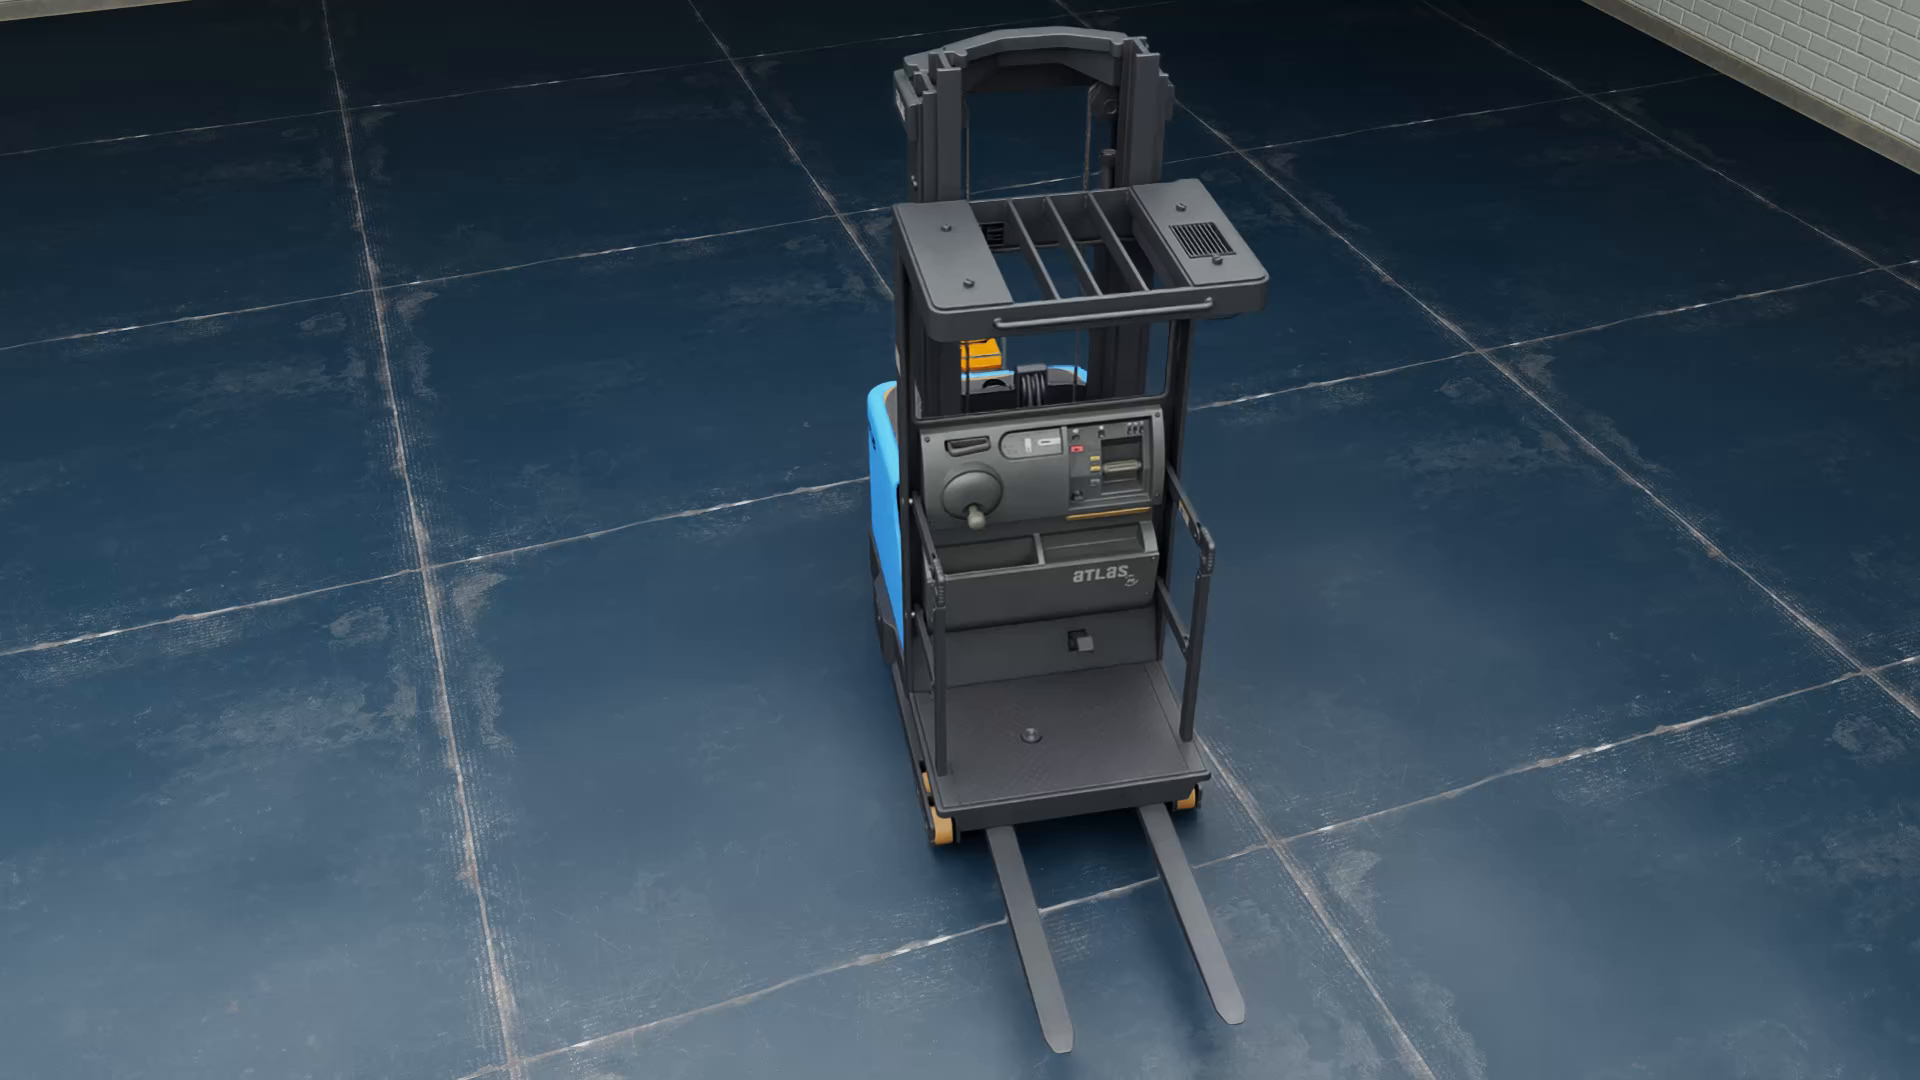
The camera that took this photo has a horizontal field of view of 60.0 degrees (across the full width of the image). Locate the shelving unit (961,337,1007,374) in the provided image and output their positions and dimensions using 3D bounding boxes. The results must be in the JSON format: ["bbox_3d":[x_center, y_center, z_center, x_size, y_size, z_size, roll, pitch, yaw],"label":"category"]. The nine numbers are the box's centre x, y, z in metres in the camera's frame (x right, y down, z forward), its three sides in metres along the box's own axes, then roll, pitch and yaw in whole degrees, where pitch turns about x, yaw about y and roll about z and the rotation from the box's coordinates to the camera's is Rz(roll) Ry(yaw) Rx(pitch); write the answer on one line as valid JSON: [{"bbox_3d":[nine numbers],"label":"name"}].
[{"bbox_3d":[0.041,-0.561,7.997,0.258,1.200,0.503,-7,38,-9],"label":"shelving unit"}]

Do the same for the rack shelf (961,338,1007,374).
[{"bbox_3d":[0.041,-0.874,7.760,0.258,0.148,0.480,-7,38,-9],"label":"rack shelf"}]

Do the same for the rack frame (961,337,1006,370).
[{"bbox_3d":[0.088,-0.416,7.806,0.240,1.200,0.015,-7,38,-9],"label":"rack frame"}]

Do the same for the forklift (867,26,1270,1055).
[{"bbox_3d":[0.359,-0.198,6.077,1.130,2.935,3.031,-7,38,-9],"label":"forklift"}]
